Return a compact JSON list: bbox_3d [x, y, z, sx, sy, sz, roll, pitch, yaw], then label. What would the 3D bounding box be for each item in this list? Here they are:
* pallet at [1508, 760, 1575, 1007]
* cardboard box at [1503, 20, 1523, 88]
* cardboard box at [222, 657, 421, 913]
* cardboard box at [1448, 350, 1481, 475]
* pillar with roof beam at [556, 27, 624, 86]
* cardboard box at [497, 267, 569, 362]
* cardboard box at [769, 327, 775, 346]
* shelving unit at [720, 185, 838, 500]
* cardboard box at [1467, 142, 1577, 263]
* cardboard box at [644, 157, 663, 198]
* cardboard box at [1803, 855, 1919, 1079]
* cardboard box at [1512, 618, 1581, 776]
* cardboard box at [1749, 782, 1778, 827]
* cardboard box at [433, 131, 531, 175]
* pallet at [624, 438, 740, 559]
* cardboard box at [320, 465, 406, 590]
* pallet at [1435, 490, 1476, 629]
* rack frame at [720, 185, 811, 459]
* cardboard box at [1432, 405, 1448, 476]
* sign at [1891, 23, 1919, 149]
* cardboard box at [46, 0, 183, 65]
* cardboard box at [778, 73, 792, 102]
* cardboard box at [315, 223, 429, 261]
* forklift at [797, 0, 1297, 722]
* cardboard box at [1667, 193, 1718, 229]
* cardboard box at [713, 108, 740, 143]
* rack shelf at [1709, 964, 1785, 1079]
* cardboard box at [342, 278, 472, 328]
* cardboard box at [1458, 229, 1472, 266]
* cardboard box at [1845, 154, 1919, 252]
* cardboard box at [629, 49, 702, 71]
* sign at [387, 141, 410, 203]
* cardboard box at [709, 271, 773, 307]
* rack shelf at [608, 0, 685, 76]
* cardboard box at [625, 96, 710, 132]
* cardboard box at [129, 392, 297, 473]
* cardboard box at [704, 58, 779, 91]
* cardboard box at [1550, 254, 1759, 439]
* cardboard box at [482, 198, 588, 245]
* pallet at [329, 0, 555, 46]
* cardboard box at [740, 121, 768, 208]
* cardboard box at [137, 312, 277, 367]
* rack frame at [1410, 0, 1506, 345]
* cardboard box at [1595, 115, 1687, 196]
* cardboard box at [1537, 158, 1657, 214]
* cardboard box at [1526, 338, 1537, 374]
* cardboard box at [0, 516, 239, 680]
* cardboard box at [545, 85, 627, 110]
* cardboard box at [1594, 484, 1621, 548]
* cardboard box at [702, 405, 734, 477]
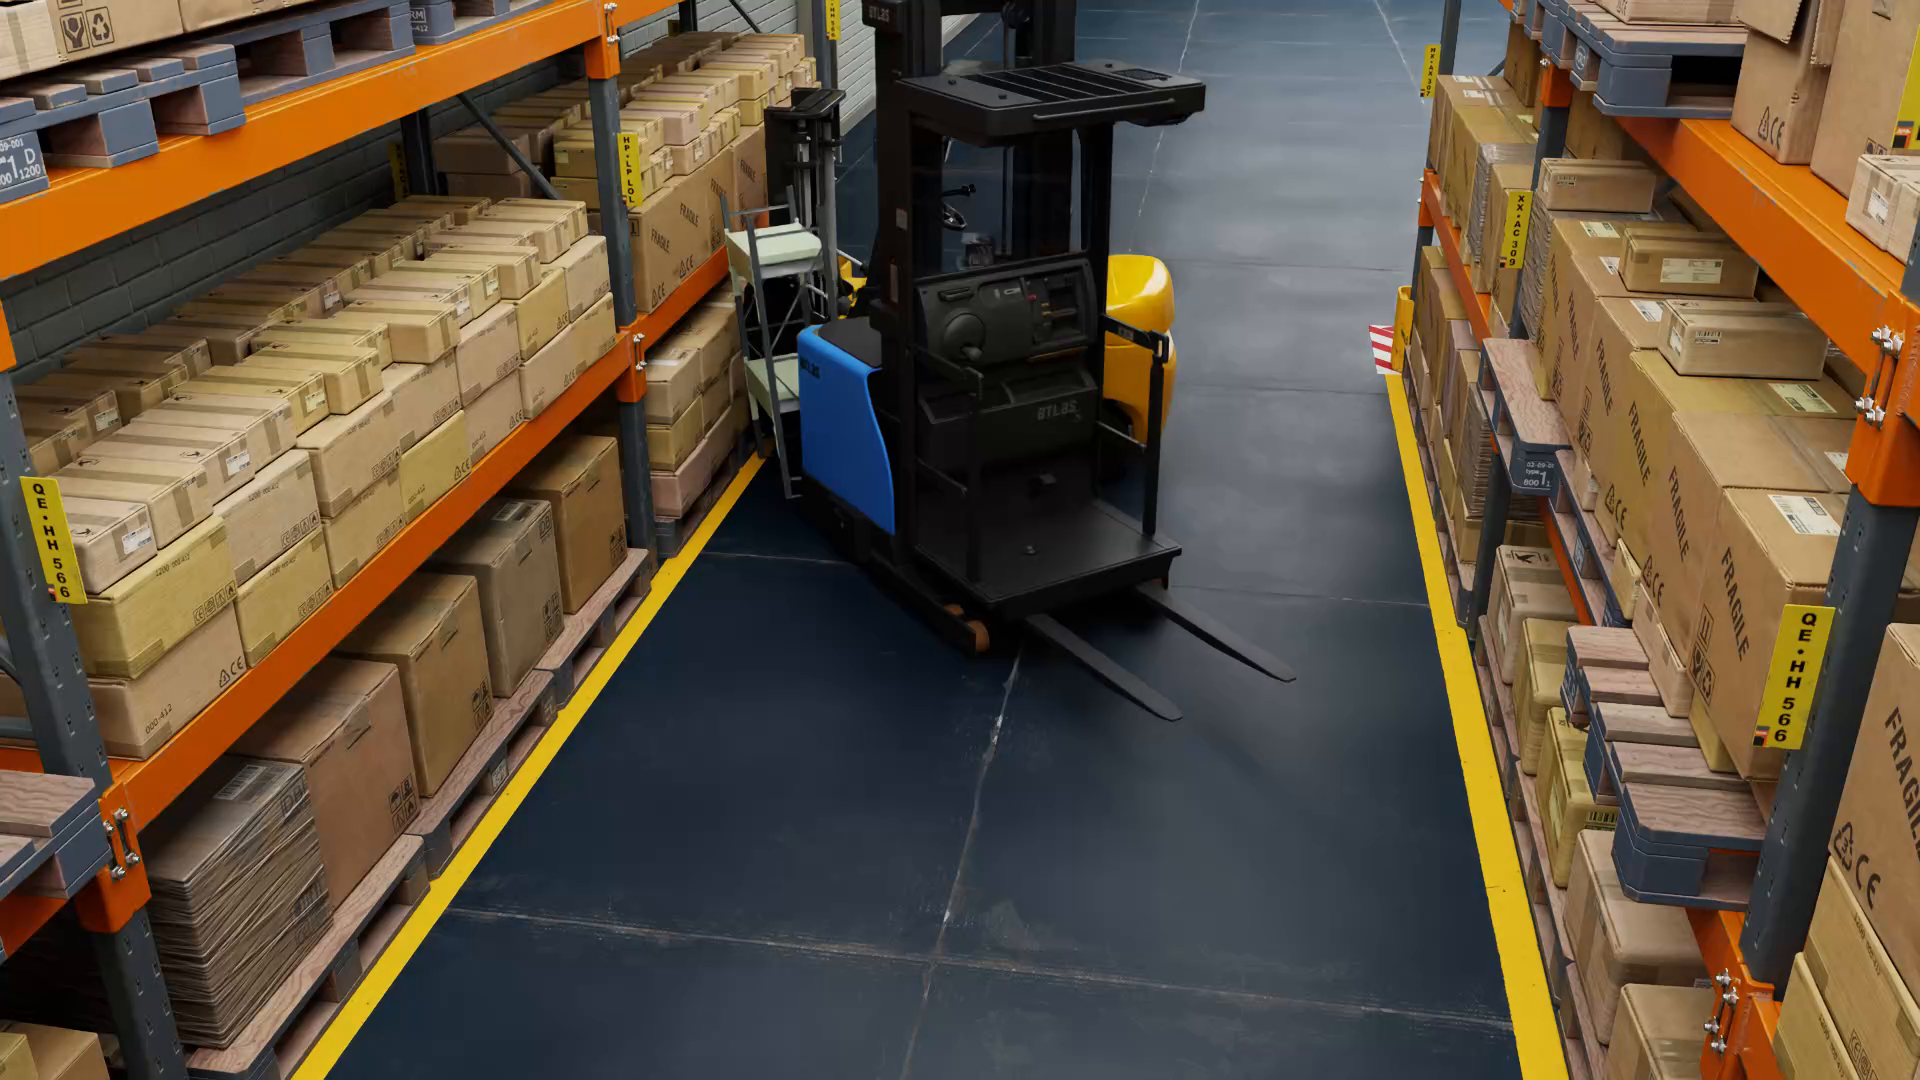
[{"bbox_3d":[2.546,1.228,5.877,1.003,0.211,1.213,4,25,9],"label":"pallet"},{"bbox_3d":[3.655,-2.949,9.864,0.700,0.500,0.500,3,25,7],"label":"cardboard box"},{"bbox_3d":[-2.468,0.810,5.787,0.875,0.625,0.625,5,26,10],"label":"cardboard box"},{"bbox_3d":[2.782,-0.636,8.433,0.500,0.500,0.500,4,25,9],"label":"cardboard box"},{"bbox_3d":[1.869,-5.078,8.983,9.100,9.000,0.400,4,25,9],"label":"pillar with roof beam"},{"bbox_3d":[-1.933,-0.934,6.795,0.500,0.250,0.500,3,25,7],"label":"cardboard box"},{"bbox_3d":[-1.388,-1.198,9.930,0.500,0.250,0.500,4,25,8],"label":"cardboard box"},{"bbox_3d":[-0.918,-1.070,8.930,0.431,1.500,0.755,-12,23,-14],"label":"shelving unit"},{"bbox_3d":[2.854,-1.688,8.350,0.500,0.500,0.500,5,25,10],"label":"cardboard box"},{"bbox_3d":[-1.676,-1.777,8.126,0.380,0.149,0.250,5,25,10],"label":"cardboard box"},{"bbox_3d":[1.889,0.837,3.011,0.500,0.250,0.500,4,25,8],"label":"cardboard box"},{"bbox_3d":[2.672,0.648,6.431,0.950,0.372,0.625,6,26,12],"label":"cardboard box"},{"bbox_3d":[2.037,0.571,3.793,0.380,0.149,0.250,5,26,10],"label":"cardboard box"},{"bbox_3d":[-2.274,-1.843,7.915,0.380,0.149,0.250,4,25,9],"label":"cardboard box"},{"bbox_3d":[-1.857,-0.281,9.102,1.003,0.211,1.213,4,25,9],"label":"pallet"},{"bbox_3d":[-2.204,-0.068,5.535,0.500,0.250,0.500,3,25,7],"label":"cardboard box"},{"bbox_3d":[2.944,0.107,8.272,1.003,0.211,1.213,4,25,9],"label":"pallet"},{"bbox_3d":[-1.028,-1.193,9.256,0.400,1.500,0.023,-12,23,-14],"label":"rack frame"},{"bbox_3d":[2.865,-0.519,9.068,0.500,0.250,0.500,4,25,9],"label":"cardboard box"},{"bbox_3d":[1.680,-0.831,2.838,0.100,0.325,0.005,4,25,9],"label":"sign"},{"bbox_3d":[-2.323,-1.467,4.077,0.500,0.500,0.500,4,25,9],"label":"cardboard box"},{"bbox_3d":[-1.270,-2.849,10.415,0.380,0.149,0.250,4,25,10],"label":"cardboard box"},{"bbox_3d":[-2.435,-1.209,6.911,0.380,0.149,0.250,4,25,8],"label":"cardboard box"},{"bbox_3d":[0.343,-1.020,7.472,1.130,2.935,3.031,-15,29,-28],"label":"forklift"},{"bbox_3d":[3.020,-1.033,6.455,0.500,0.500,0.500,4,25,8],"label":"cardboard box"},{"bbox_3d":[-1.445,-2.314,9.273,0.380,0.149,0.250,3,25,7],"label":"cardboard box"},{"bbox_3d":[1.888,1.963,1.867,1.077,0.370,4.000,4,25,9],"label":"rack shelf"},{"bbox_3d":[-2.045,-0.859,6.164,0.380,0.149,0.250,4,25,9],"label":"cardboard box"},{"bbox_3d":[2.861,-1.554,8.829,0.380,0.149,0.250,4,25,9],"label":"cardboard box"},{"bbox_3d":[2.092,-0.695,3.455,0.380,0.149,0.250,4,25,9],"label":"cardboard box"},{"bbox_3d":[-1.801,-2.915,10.205,0.380,0.149,0.250,4,25,9],"label":"cardboard box"},{"bbox_3d":[-2.576,-1.680,7.687,0.100,0.325,0.005,4,25,9],"label":"sign"},{"bbox_3d":[-1.383,-1.434,9.844,0.500,0.250,0.500,4,25,7],"label":"cardboard box"},{"bbox_3d":[-1.702,-3.084,9.110,1.077,0.370,4.000,4,25,9],"label":"rack shelf"},{"bbox_3d":[-1.538,-2.235,8.753,0.380,0.149,0.250,4,25,8],"label":"cardboard box"},{"bbox_3d":[-2.250,-0.325,5.023,0.380,0.149,0.250,4,25,9],"label":"cardboard box"},{"bbox_3d":[-1.298,-2.765,9.884,0.380,0.149,0.250,5,25,10],"label":"cardboard box"},{"bbox_3d":[2.334,-0.651,5.638,0.500,0.500,0.500,4,25,8],"label":"cardboard box"},{"bbox_3d":[-1.865,-1.395,7.310,0.380,0.149,0.250,5,26,10],"label":"cardboard box"},{"bbox_3d":[-2.160,-2.117,6.421,0.805,0.209,1.217,3,25,6],"label":"pallet"},{"bbox_3d":[-1.374,-2.278,9.961,0.500,0.500,0.500,4,25,8],"label":"cardboard box"},{"bbox_3d":[-2.597,-0.674,5.769,0.380,0.149,0.250,5,25,10],"label":"cardboard box"},{"bbox_3d":[3.523,-2.545,10.649,1.000,3.000,0.127,4,25,9],"label":"rack frame"},{"bbox_3d":[3.155,-1.674,7.140,0.700,0.500,0.500,4,25,8],"label":"cardboard box"},{"bbox_3d":[2.443,-1.364,6.397,0.380,0.149,0.250,4,25,8],"label":"cardboard box"},{"bbox_3d":[2.467,-0.739,6.592,0.380,0.149,0.250,4,25,9],"label":"cardboard box"},{"bbox_3d":[-2.344,0.133,4.515,0.500,0.250,0.500,4,25,8],"label":"cardboard box"},{"bbox_3d":[-2.033,-2.376,9.054,0.380,0.149,0.250,4,25,8],"label":"cardboard box"},{"bbox_3d":[2.212,-0.083,5.189,0.380,0.149,0.250,3,25,7],"label":"cardboard box"},{"bbox_3d":[-1.555,-0.552,9.140,0.500,0.250,0.500,3,25,7],"label":"cardboard box"}]
